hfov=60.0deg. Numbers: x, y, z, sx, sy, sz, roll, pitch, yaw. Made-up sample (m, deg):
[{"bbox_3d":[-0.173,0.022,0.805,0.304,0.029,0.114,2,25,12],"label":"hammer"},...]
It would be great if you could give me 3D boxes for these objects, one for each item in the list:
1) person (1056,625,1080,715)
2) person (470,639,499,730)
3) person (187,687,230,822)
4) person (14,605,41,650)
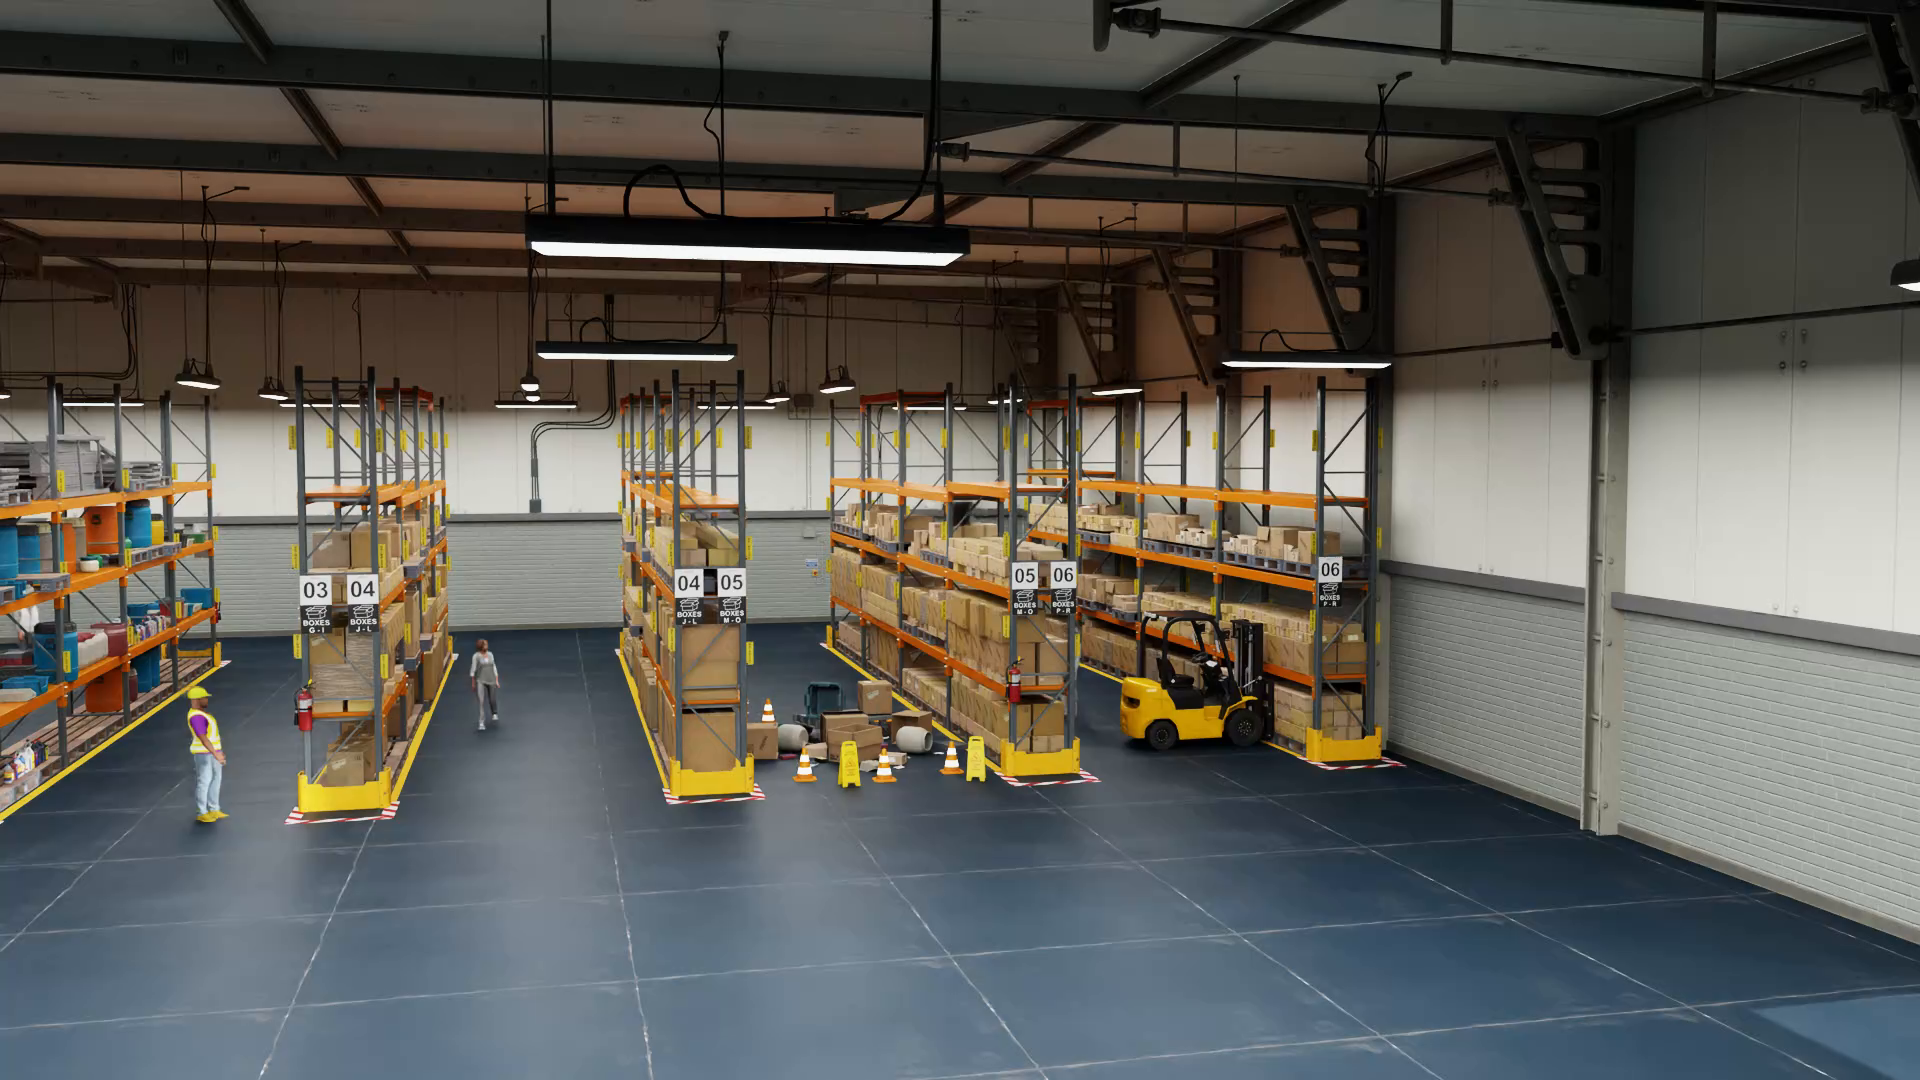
[{"bbox_3d":[1.872,2.393,30.160,0.520,1.730,0.605,-2,4,-33],"label":"person"},{"bbox_3d":[-8.288,2.485,29.018,0.490,1.544,0.876,-1,3,-12],"label":"person"},{"bbox_3d":[-9.884,2.829,21.903,0.646,1.793,0.612,0,3,4],"label":"person"},{"bbox_3d":[-20.249,1.991,36.148,0.547,1.734,0.991,-2,4,-35],"label":"person"}]
